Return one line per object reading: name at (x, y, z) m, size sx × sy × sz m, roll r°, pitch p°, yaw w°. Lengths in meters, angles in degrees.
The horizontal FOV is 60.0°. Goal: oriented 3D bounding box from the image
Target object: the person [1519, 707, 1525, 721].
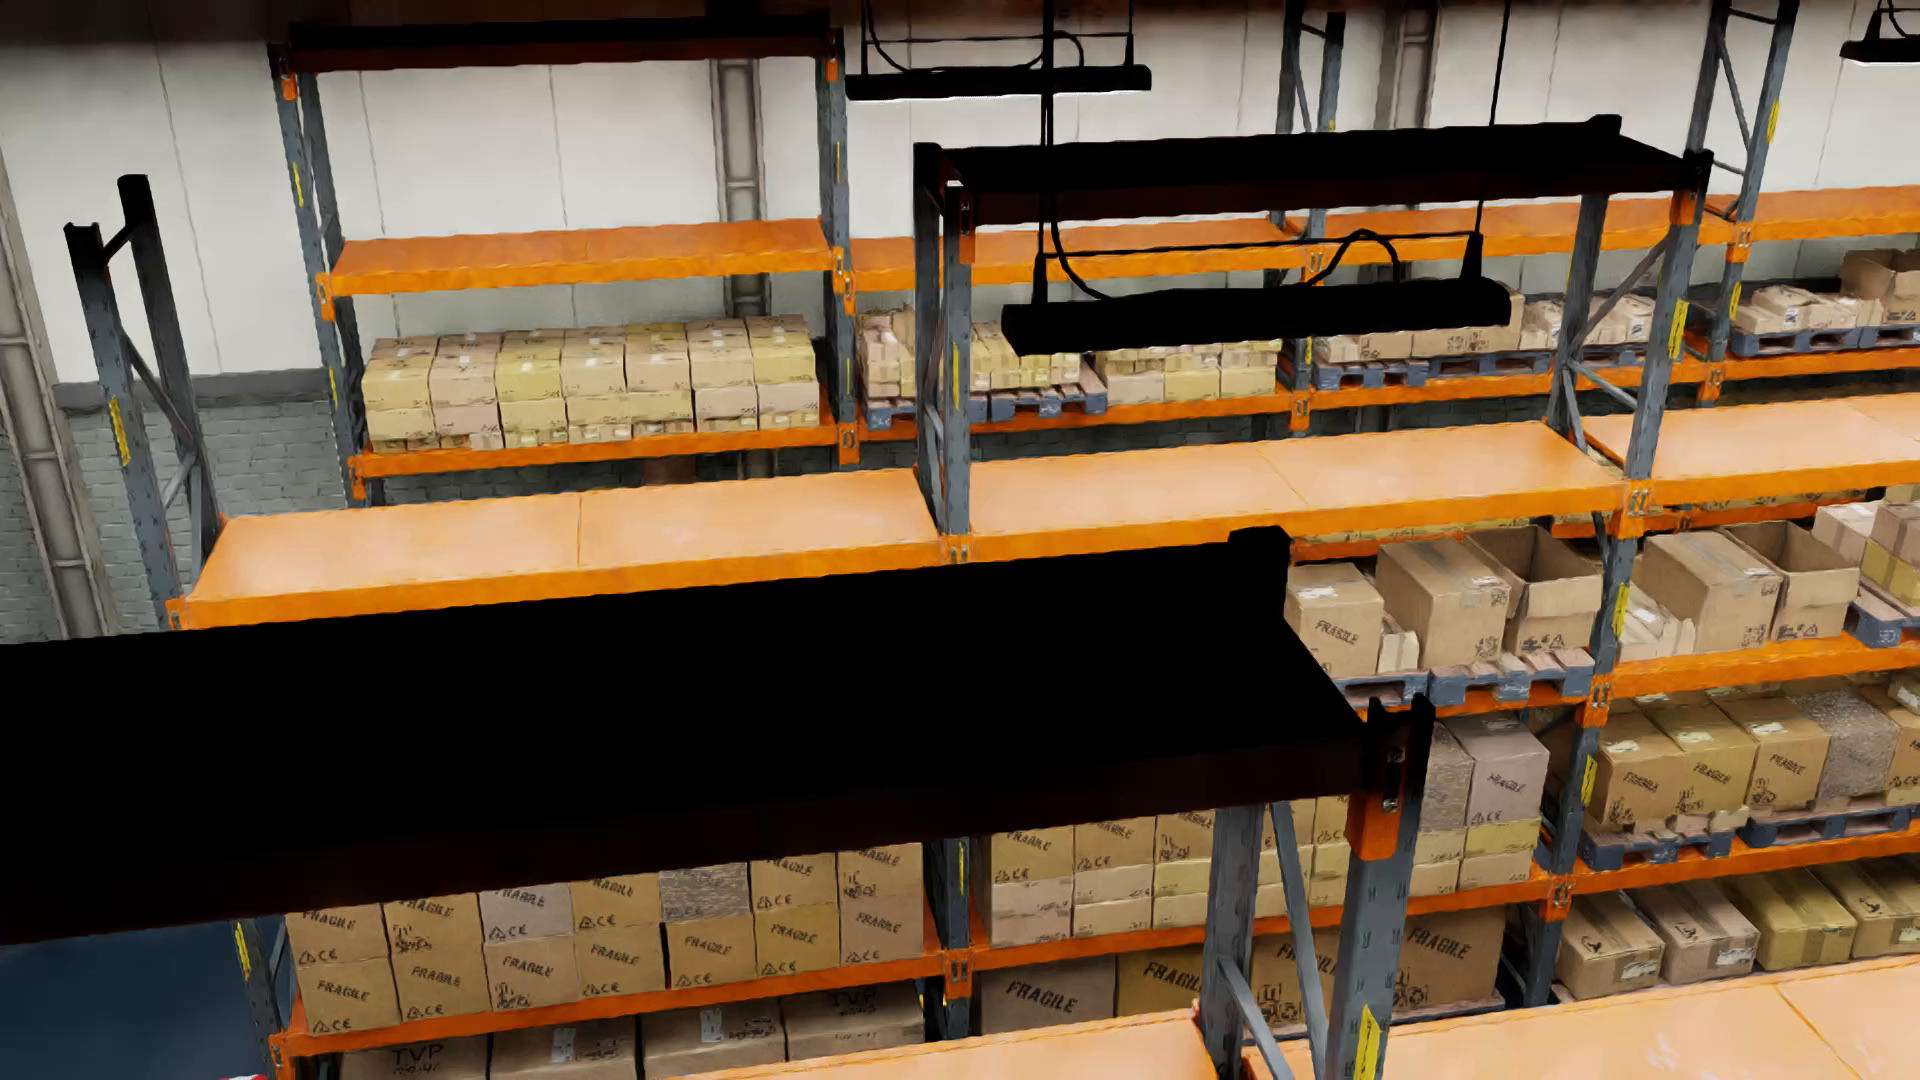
person at (4.635, 1.052, 14.081) m, size 0.654 × 1.746 × 0.580 m, roll 7°, pitch 27°, yaw 15°
